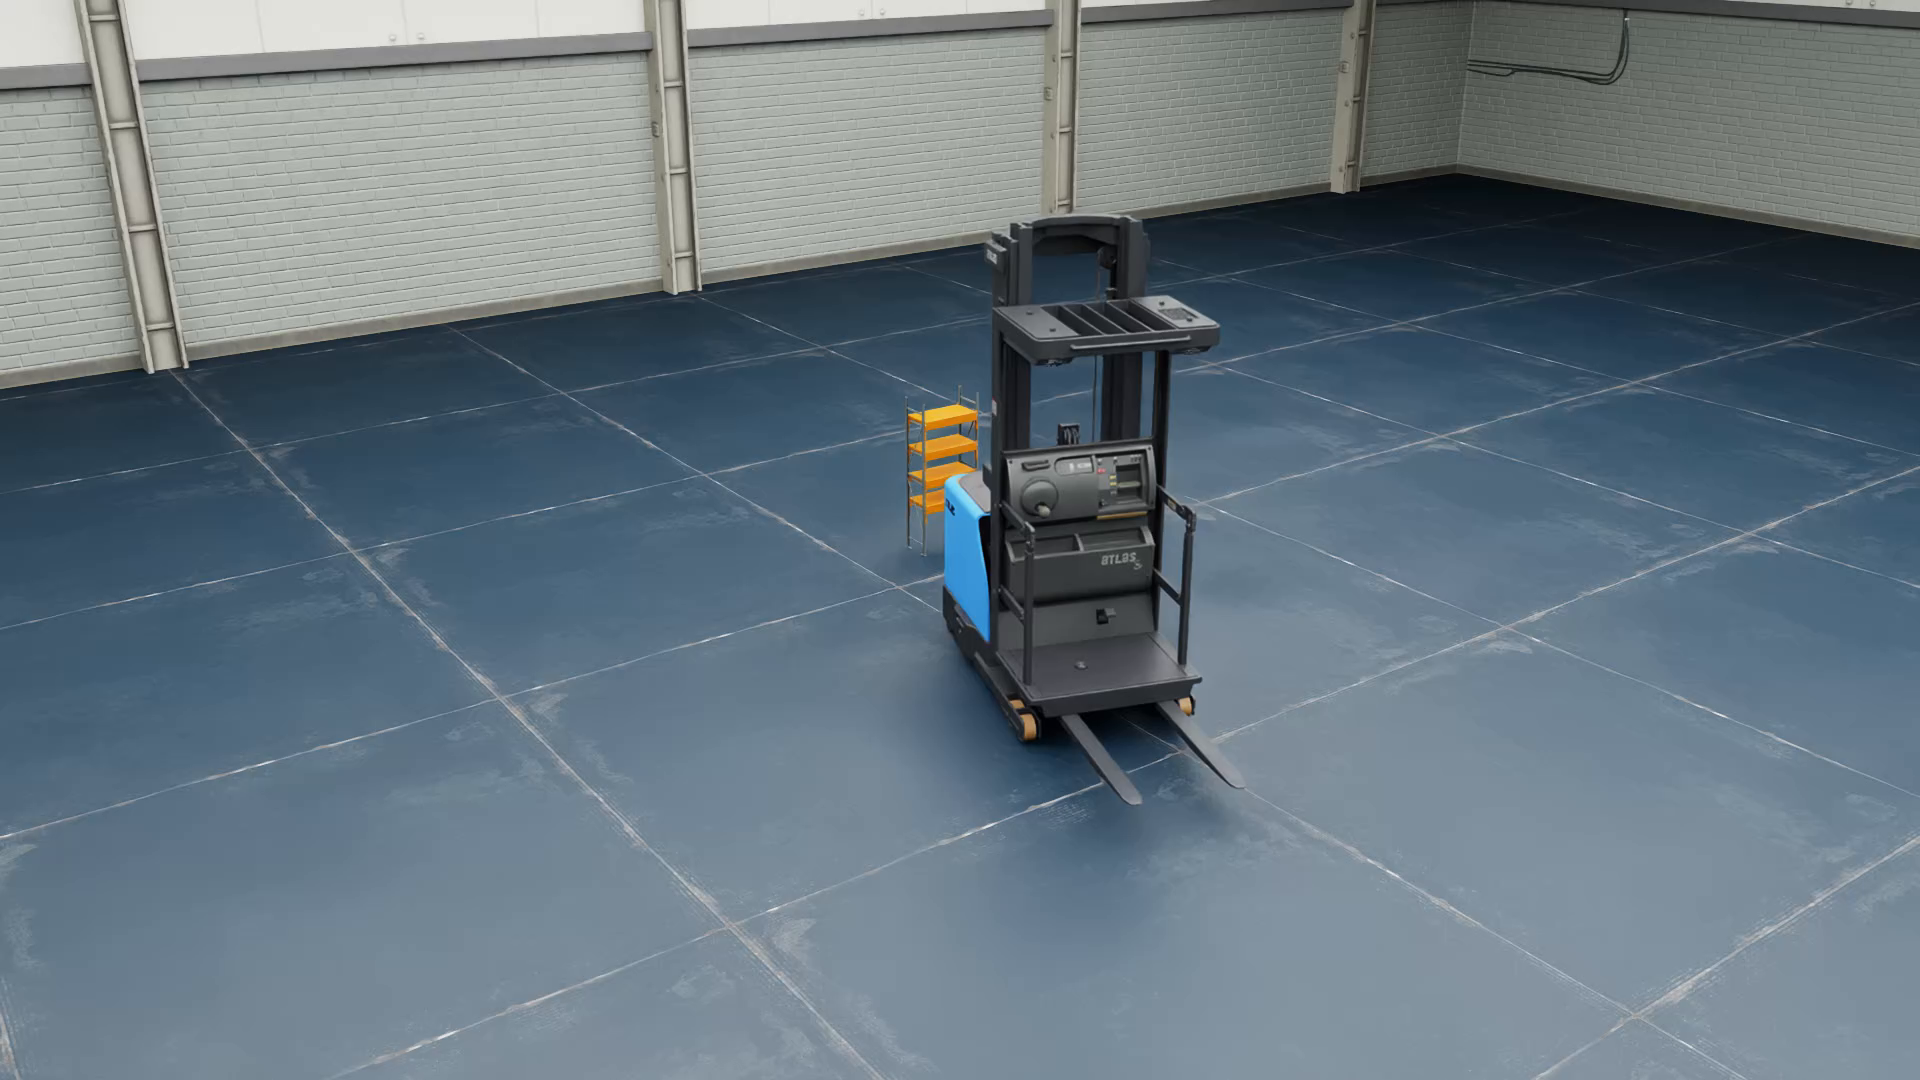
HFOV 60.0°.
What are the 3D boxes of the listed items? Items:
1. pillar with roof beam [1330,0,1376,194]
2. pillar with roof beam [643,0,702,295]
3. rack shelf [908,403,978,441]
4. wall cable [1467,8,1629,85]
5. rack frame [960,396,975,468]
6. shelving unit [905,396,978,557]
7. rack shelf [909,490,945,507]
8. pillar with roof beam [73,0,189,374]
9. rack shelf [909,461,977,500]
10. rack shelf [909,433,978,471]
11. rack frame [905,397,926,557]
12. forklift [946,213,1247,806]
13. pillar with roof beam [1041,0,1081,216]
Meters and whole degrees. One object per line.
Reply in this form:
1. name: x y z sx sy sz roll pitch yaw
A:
1. pillar with roof beam: 8.799 -8.591 22.283 0.400 9.000 9.100 -15 26 -33
2. pillar with roof beam: -0.941 -5.993 15.774 0.400 9.000 9.100 -15 26 -33
3. rack shelf: -0.134 -0.886 12.439 0.480 0.148 0.258 -15 26 -33
4. wall cable: 9.449 -8.684 26.706 0.112 2.526 3.097 -15 26 -33
5. rack frame: 0.063 -0.574 12.717 0.006 1.046 0.228 -15 26 -33
6. shelving unit: -0.136 -0.521 12.583 0.499 1.200 0.258 -15 26 -33
7. rack shelf: -0.134 -0.324 12.663 0.457 0.021 0.221 -15 26 -33
8. pillar with roof beam: -5.812 -4.695 12.520 0.400 9.000 9.100 -15 26 -33
9. rack shelf: -0.134 -0.459 12.609 0.480 0.148 0.258 -15 26 -33
10. rack shelf: -0.134 -0.667 12.526 0.480 0.148 0.258 -15 26 -33
11. rack frame: -0.332 -0.469 12.452 0.015 1.200 0.240 -15 26 -33
12. forklift: 0.788 -0.325 9.756 1.121 2.935 3.031 -6 23 -15
13. pillar with roof beam: 3.929 -7.292 19.029 0.400 9.000 9.100 -15 26 -33
